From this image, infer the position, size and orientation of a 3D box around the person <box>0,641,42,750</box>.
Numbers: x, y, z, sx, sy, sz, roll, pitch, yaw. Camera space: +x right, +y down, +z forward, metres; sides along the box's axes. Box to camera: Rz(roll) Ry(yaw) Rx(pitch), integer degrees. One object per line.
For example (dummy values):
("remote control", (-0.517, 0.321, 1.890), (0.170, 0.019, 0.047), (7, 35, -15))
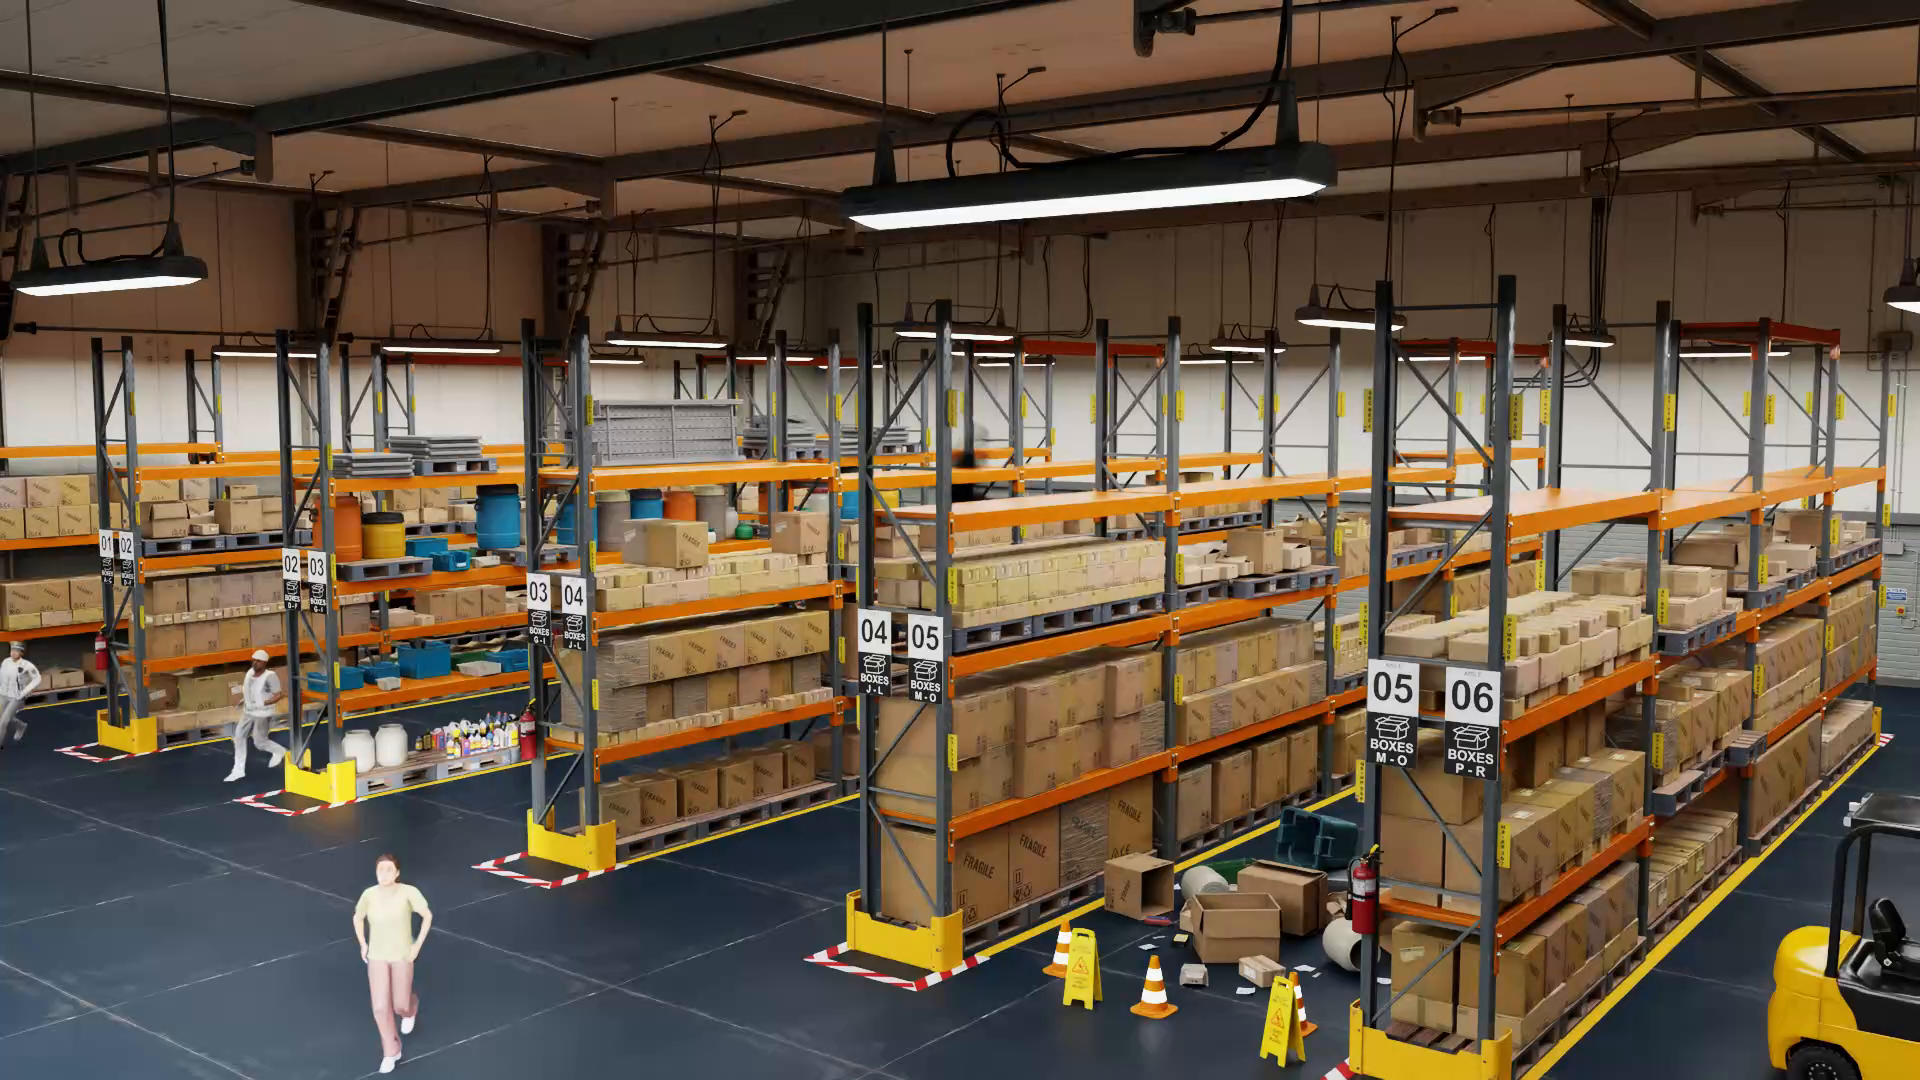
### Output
("person", (-13.694, 2.257, 24.203), (0.647, 1.634, 0.791), (1, 5, 8))

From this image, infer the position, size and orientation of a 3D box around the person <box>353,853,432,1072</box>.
("person", (-4.420, 3.230, 12.972), (0.599, 1.642, 0.714), (-1, 5, -8))

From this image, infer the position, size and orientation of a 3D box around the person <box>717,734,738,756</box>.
("person", (-3.240, 2.258, 22.984), (0.652, 1.724, 0.571), (3, 6, 28))

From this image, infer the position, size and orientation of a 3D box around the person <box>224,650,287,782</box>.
("person", (-9.432, 2.343, 22.446), (0.732, 1.754, 0.911), (2, 5, 24))
